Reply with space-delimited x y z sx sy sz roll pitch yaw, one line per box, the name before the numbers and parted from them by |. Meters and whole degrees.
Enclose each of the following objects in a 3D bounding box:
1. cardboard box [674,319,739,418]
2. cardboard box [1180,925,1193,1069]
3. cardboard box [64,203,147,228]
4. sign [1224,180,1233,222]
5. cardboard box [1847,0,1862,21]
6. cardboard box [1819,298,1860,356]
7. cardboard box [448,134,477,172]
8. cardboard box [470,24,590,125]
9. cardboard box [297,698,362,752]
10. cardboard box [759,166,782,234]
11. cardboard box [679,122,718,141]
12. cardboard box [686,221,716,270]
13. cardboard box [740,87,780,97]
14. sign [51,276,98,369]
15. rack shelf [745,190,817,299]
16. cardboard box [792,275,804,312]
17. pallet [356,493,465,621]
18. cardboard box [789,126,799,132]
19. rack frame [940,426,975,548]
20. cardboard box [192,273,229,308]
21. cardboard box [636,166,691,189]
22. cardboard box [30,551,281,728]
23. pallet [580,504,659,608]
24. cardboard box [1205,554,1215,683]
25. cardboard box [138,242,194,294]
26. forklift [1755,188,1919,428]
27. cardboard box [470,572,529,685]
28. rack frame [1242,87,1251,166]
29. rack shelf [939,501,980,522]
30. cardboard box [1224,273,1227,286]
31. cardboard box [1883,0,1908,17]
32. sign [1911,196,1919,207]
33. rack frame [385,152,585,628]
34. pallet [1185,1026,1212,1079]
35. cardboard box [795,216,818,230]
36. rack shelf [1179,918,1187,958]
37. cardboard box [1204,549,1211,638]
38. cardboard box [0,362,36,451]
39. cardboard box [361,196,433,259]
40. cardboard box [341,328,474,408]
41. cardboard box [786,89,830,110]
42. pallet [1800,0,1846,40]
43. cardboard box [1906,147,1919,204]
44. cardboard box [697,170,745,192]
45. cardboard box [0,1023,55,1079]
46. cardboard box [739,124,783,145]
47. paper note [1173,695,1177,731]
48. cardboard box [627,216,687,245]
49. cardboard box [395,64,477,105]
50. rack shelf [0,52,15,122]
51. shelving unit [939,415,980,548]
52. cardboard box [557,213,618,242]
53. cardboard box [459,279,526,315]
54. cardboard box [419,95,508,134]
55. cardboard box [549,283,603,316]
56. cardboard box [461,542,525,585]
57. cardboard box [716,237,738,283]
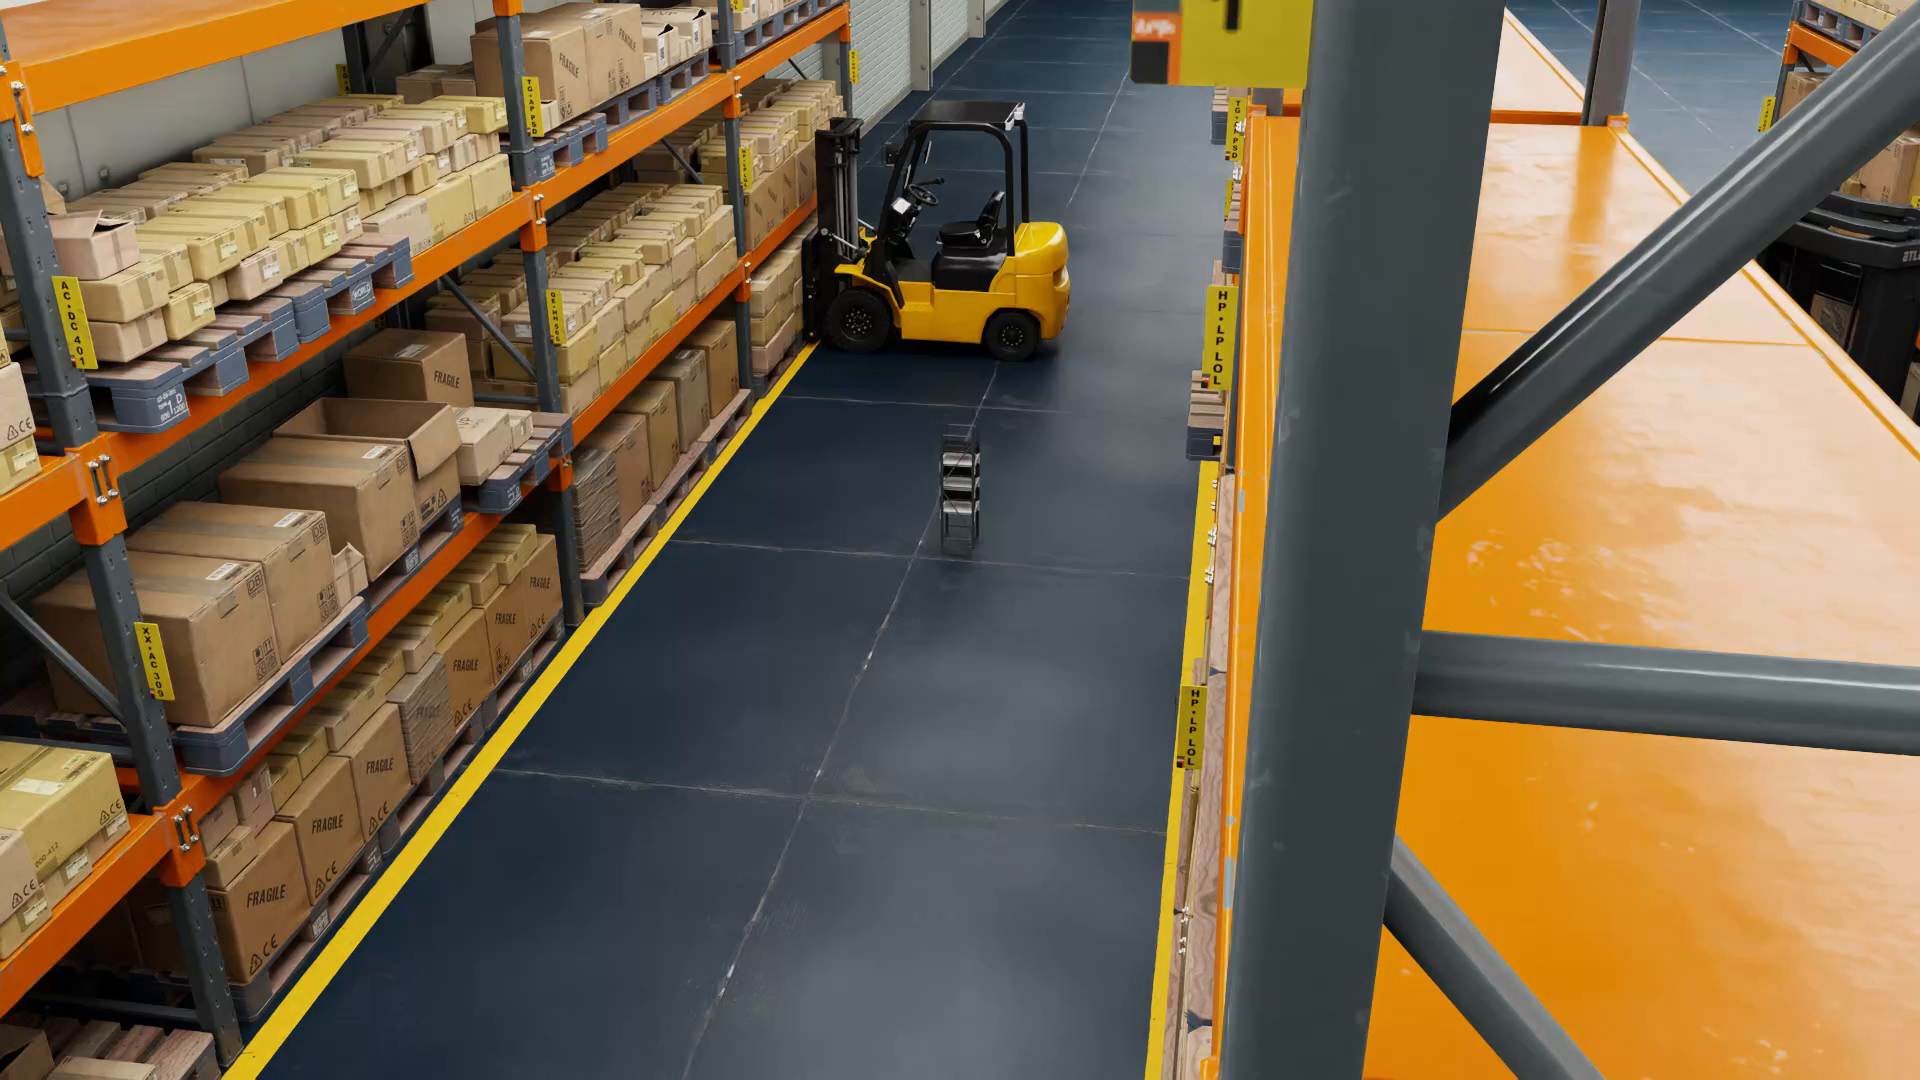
cardboard box | -2.337 -1.426 13.608 0.875 0.625 0.625 5 26 11
cardboard box | 0.827 1.266 4.253 0.500 0.500 0.500 4 25 10
cardboard box | -3.533 -1.256 6.732 0.380 0.149 0.250 5 25 10
sign | 2.098 -2.614 12.820 0.100 0.325 0.005 4 25 9
cardboard box | 7.610 -4.391 13.783 0.380 0.149 0.250 4 25 8
cardboard box | 7.850 -1.751 14.007 0.875 0.875 0.875 4 25 9
cardboard box | -2.799 -2.057 8.818 0.380 0.149 0.250 3 25 7
cardboard box | -2.558 -2.783 9.932 0.500 0.500 0.500 4 25 9
cardboard box | -3.141 0.885 8.053 0.380 0.149 0.250 4 25 8
cardboard box | -1.864 -2.962 14.466 0.500 0.500 0.500 4 25 9
cardboard box | -2.356 -3.588 14.688 0.380 0.149 0.250 4 25 8
cardboard box | -2.168 -2.250 12.650 0.500 0.250 0.500 3 25 7
cardboard box | -1.980 -4.333 16.279 0.380 0.149 0.250 4 25 10
sign | -3.034 -0.743 5.695 0.100 0.325 0.005 4 25 9
rack shelf | -1.936 -3.041 15.601 1.077 0.370 4.000 4 25 9
cardboard box | -1.706 -2.303 15.334 0.500 0.250 0.500 4 25 8
pallet | -3.230 0.043 8.390 1.003 0.211 1.213 4 25 9
cardboard box | -1.705 -3.742 15.366 0.380 0.149 0.250 4 25 8
rack frame | -0.018 -0.362 11.505 0.240 0.900 0.006 4 25 9
cardboard box | -3.108 -0.981 6.496 0.380 0.149 0.250 4 25 9
cardboard box | -2.464 -3.022 13.828 0.380 0.149 0.250 4 25 8
cardboard box | -3.271 0.393 6.802 0.700 0.500 0.500 5 25 10
pallet | -2.744 0.064 11.409 1.003 0.211 1.213 4 25 9
cardboard box | 1.230 0.239 6.449 0.500 0.500 0.500 5 25 10
cardboard box | -3.116 -1.010 6.208 0.380 0.149 0.250 4 25 9
forklift | 5.227 -0.577 9.570 3.031 2.935 1.130 -9 27 -19
cardboard box | -2.866 0.485 9.673 0.500 0.500 0.500 4 25 8
rack frame | 1.981 -3.232 8.084 1.000 3.000 0.127 4 25 9
rack shelf | -0.001 -0.211 11.687 0.258 0.077 0.200 4 25 9
cardboard box | 1.936 -1.523 10.545 0.500 0.500 0.500 2 25 5
cardboard box | 7.528 -4.192 12.887 0.500 0.250 0.500 4 25 8
sign | 6.987 -2.353 12.168 0.100 0.325 0.005 4 25 9
rack frame | -2.917 -0.857 10.088 1.000 3.000 0.127 4 25 9
pallet | 0.784 1.201 2.255 1.003 0.211 1.213 4 25 9
cardboard box | -1.527 -2.961 16.151 0.500 0.250 0.500 4 25 9
rack shelf | 1.000 2.320 4.148 1.077 0.370 4.000 4 25 9
cardboard box | 1.786 0.540 9.113 0.875 0.875 0.875 4 25 8
cardboard box | -3.402 -0.391 5.378 0.500 0.250 0.500 4 25 9
cardboard box | -2.924 -1.497 8.093 0.500 0.250 0.500 4 25 9
cardboard box | -3.155 -0.888 9.541 0.500 0.500 0.500 5 26 11
cardboard box | -1.486 -4.296 16.200 0.380 0.149 0.250 5 25 10
pallet | 8.077 -4.568 14.580 1.003 0.211 1.213 4 25 9
cardboard box | 7.629 -2.596 12.352 0.875 0.550 0.550 4 25 9
cardboard box | -1.952 -2.984 13.749 0.380 0.149 0.250 4 25 8
cardboard box | -3.912 2.103 6.439 0.500 0.311 0.500 5 26 10
cardboard box | -1.773 -3.551 14.608 0.380 0.149 0.250 4 25 8
paper note | 0.442 0.362 3.445 0.006 0.032 0.123 4 25 9
cardboard box | -2.233 -2.279 12.241 0.380 0.149 0.250 3 25 7
cardboard box | -3.051 -2.704 10.059 0.500 0.250 0.500 4 25 9
rack shelf | -3.897 -0.738 3.608 1.077 0.370 4.000 4 25 9
shelving unit | -0.001 -0.404 11.596 0.258 0.900 0.210 4 25 9
cardboard box | -2.756 -2.314 12.316 0.380 0.149 0.250 4 25 8
cardboard box | -3.028 -1.568 10.722 0.380 0.149 0.250 4 25 8
cardboard box | -2.681 -2.299 8.985 0.380 0.149 0.250 5 26 10
cardboard box | -2.515 -1.530 10.642 0.380 0.149 0.250 5 25 10
cardboard box | -2.762 0.131 9.664 0.380 0.149 0.250 3 25 6
cardboard box | -2.087 -2.233 13.204 0.500 0.250 0.500 5 25 10
